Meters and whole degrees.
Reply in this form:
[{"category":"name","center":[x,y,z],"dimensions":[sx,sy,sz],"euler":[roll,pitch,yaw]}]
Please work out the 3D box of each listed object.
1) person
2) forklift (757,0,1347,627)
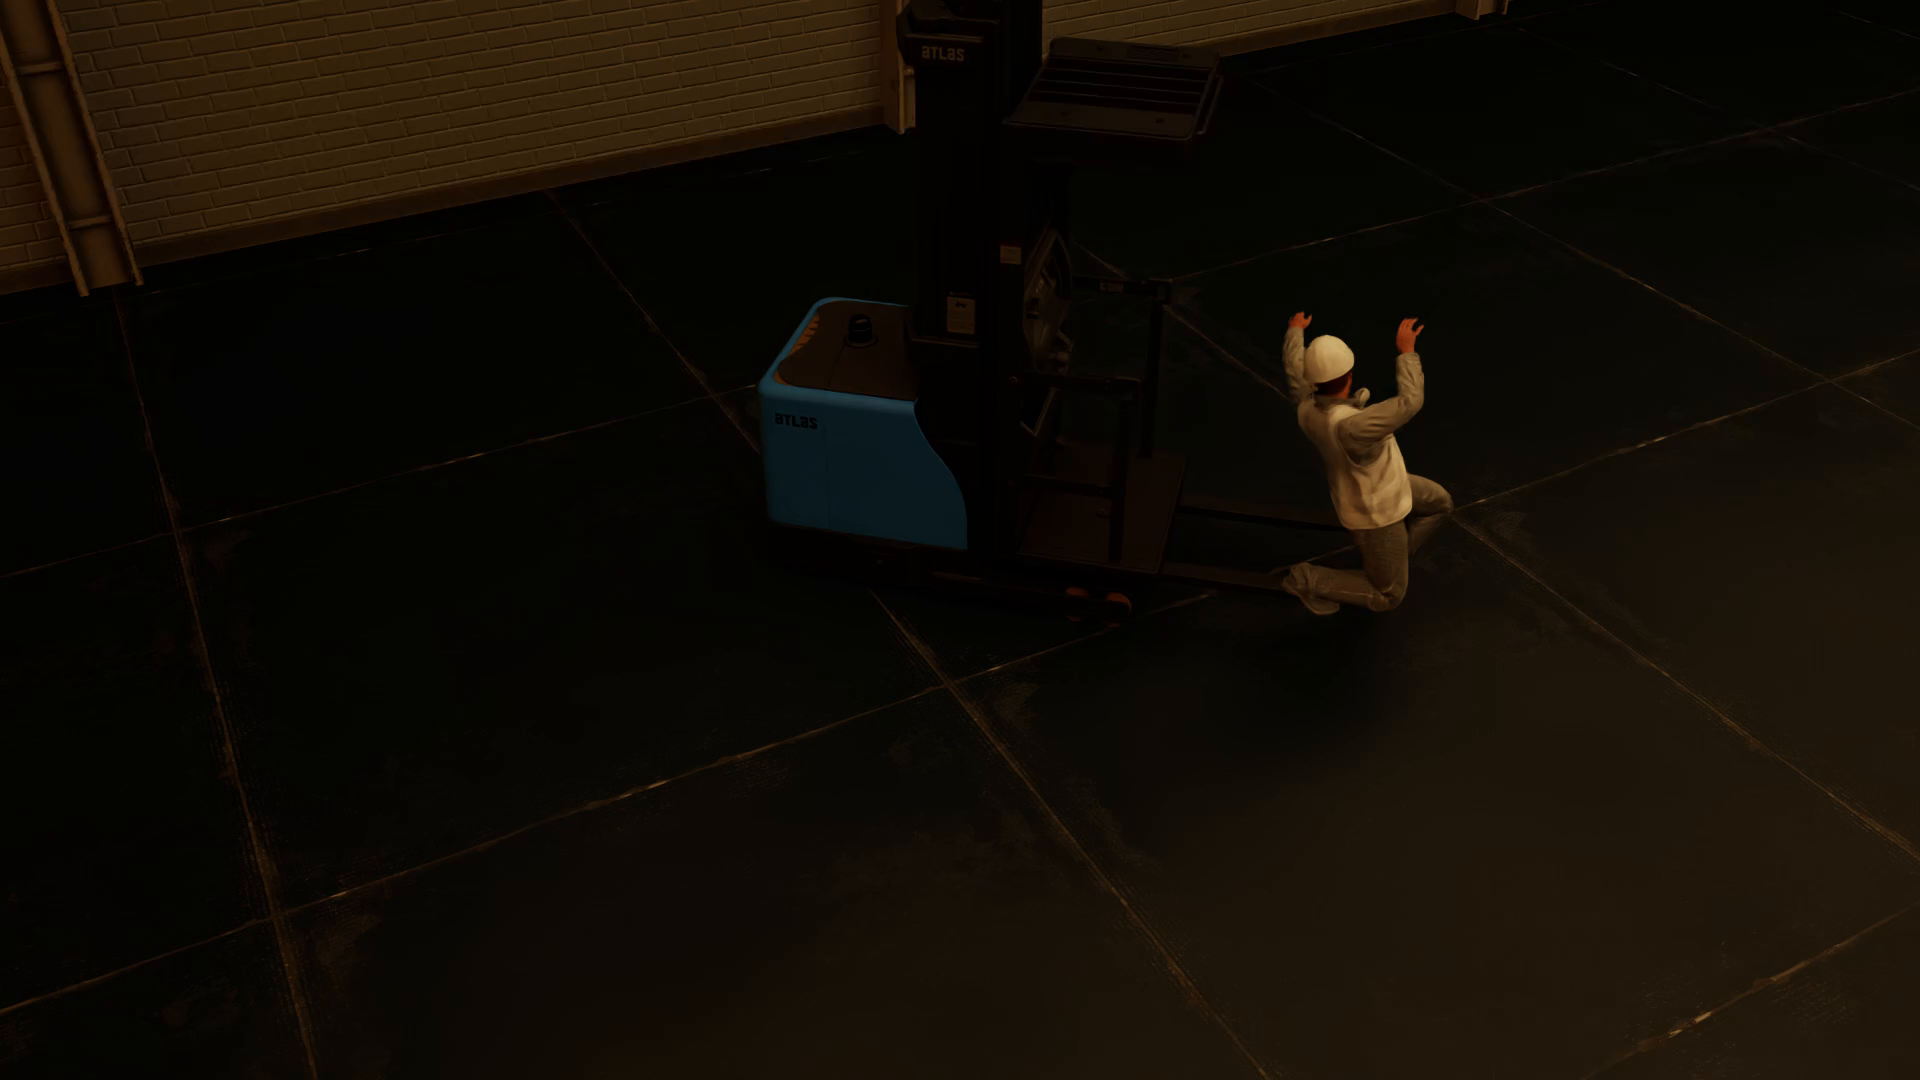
[{"category":"person","center":[1.918,-0.409,7.795],"dimensions":[0.841,1.575,1.078],"euler":[-1,35,-1]},{"category":"forklift","center":[0.595,-1.115,7.701],"dimensions":[3.031,2.935,1.130],"euler":[8,36,11]}]
